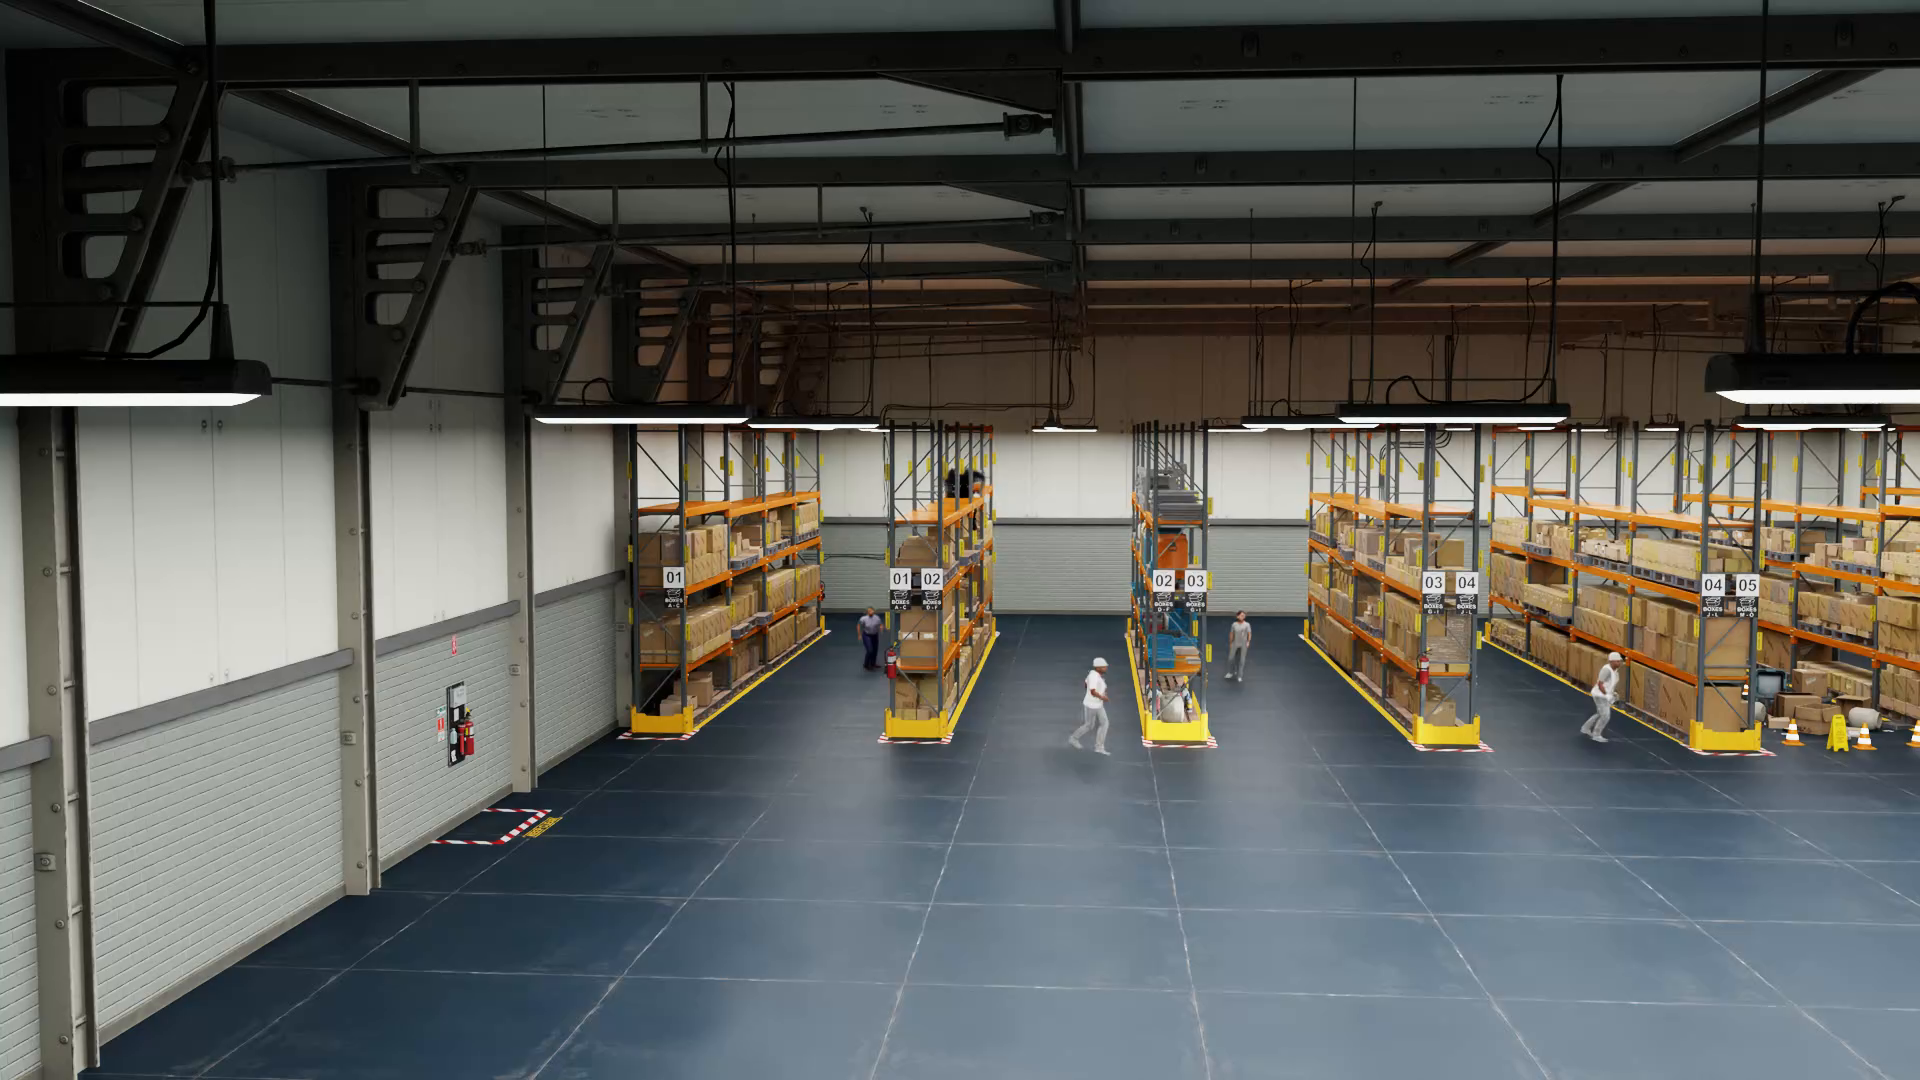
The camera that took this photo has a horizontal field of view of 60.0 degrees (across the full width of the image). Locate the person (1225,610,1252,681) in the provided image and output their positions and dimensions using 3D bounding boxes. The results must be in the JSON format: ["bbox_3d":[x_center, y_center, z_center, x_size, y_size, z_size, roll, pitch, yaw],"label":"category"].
[{"bbox_3d":[6.454,2.461,38.559,0.612,1.661,0.628,1,4,14],"label":"person"}]

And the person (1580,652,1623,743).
[{"bbox_3d":[11.932,2.917,30.967,0.822,1.717,0.662,3,5,38],"label":"person"}]

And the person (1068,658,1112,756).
[{"bbox_3d":[2.304,2.970,29.742,0.835,1.748,0.651,2,4,24],"label":"person"}]

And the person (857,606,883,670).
[{"bbox_3d":[-2.132,2.412,40.583,0.632,1.610,0.780,-3,4,-36],"label":"person"}]
